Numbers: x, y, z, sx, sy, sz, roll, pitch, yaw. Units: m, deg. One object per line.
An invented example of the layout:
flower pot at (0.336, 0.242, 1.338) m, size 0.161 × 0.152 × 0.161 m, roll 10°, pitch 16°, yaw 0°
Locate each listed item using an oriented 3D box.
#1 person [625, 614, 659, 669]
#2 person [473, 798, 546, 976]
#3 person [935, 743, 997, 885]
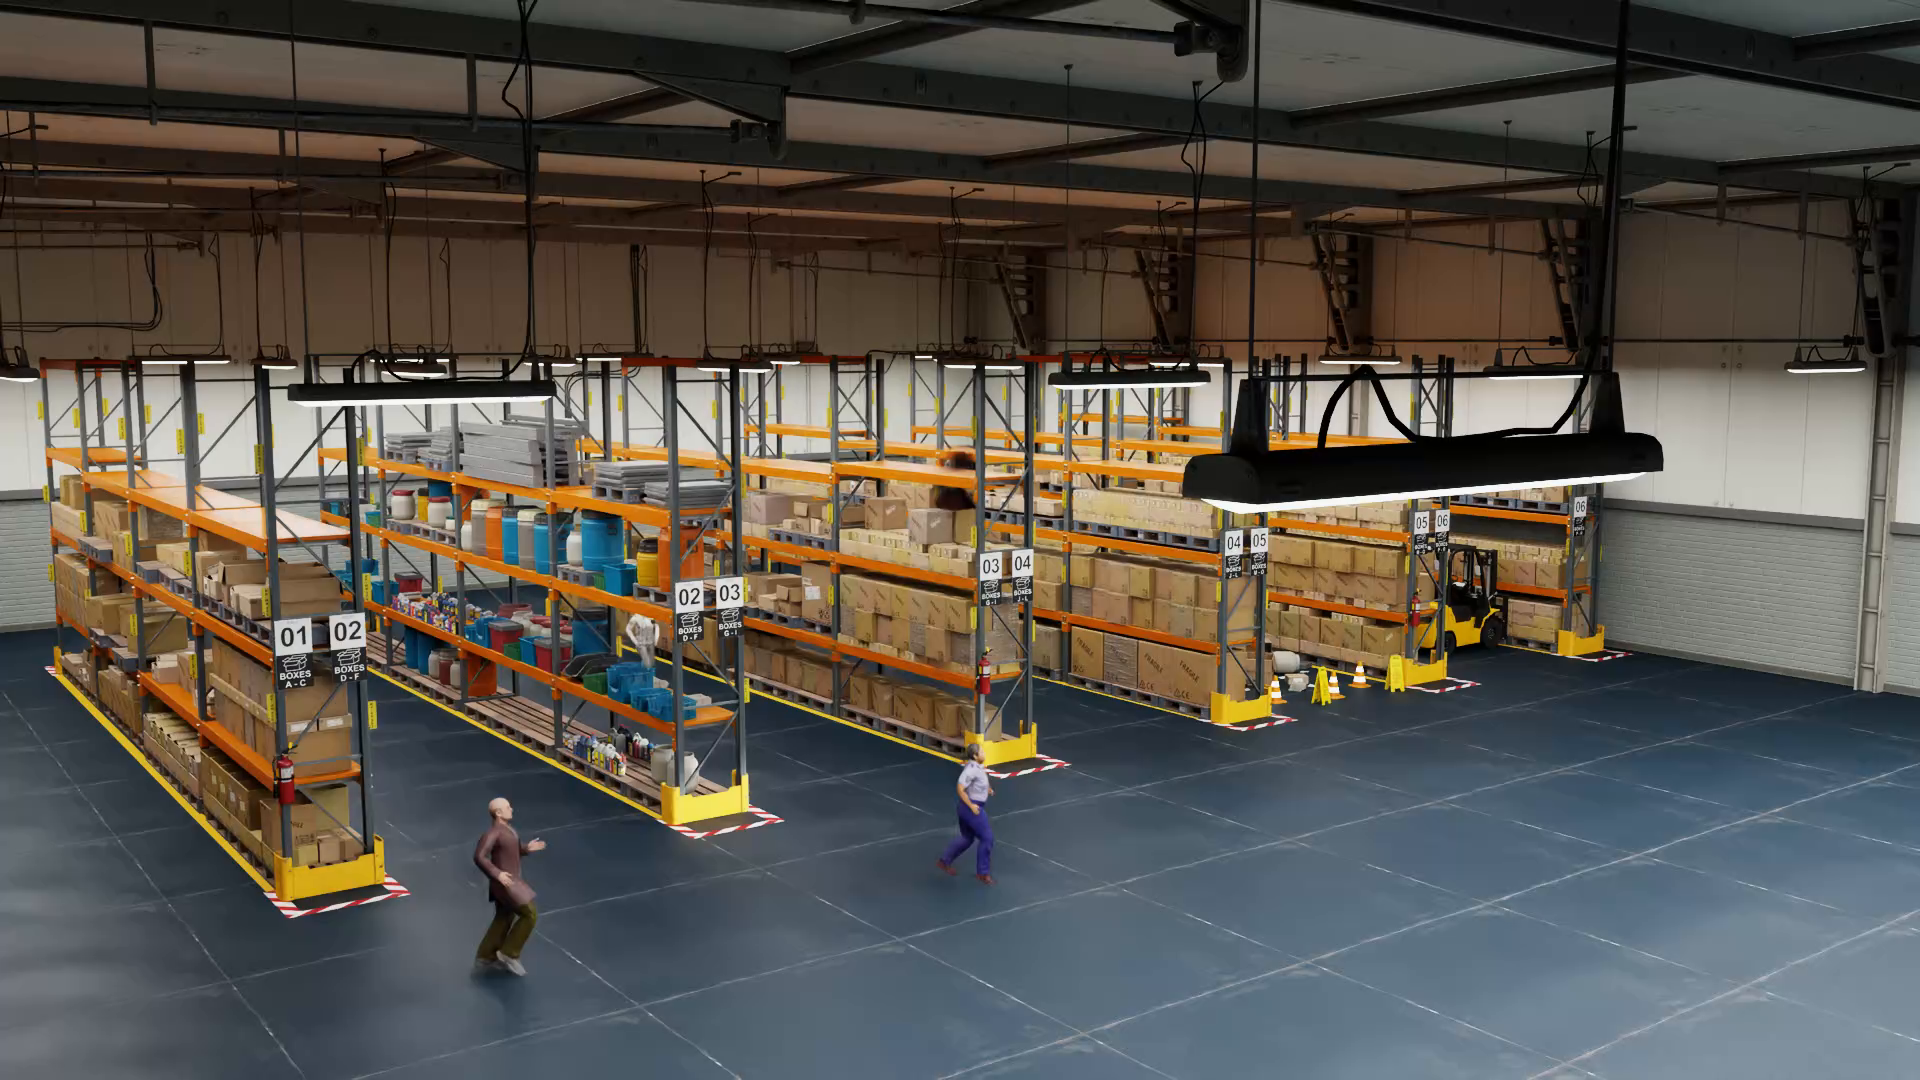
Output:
person at (-5.752, 1.897, 30.219) m, size 0.643 × 1.677 × 0.754 m, roll -5°, pitch 9°, yaw -37°
person at (-4.516, 3.469, 16.657) m, size 0.750 × 1.810 × 0.685 m, roll -2°, pitch 7°, yaw -14°
person at (0.072, 3.207, 19.446) m, size 0.731 × 1.709 × 0.632 m, roll 0°, pitch 7°, yaw -4°
